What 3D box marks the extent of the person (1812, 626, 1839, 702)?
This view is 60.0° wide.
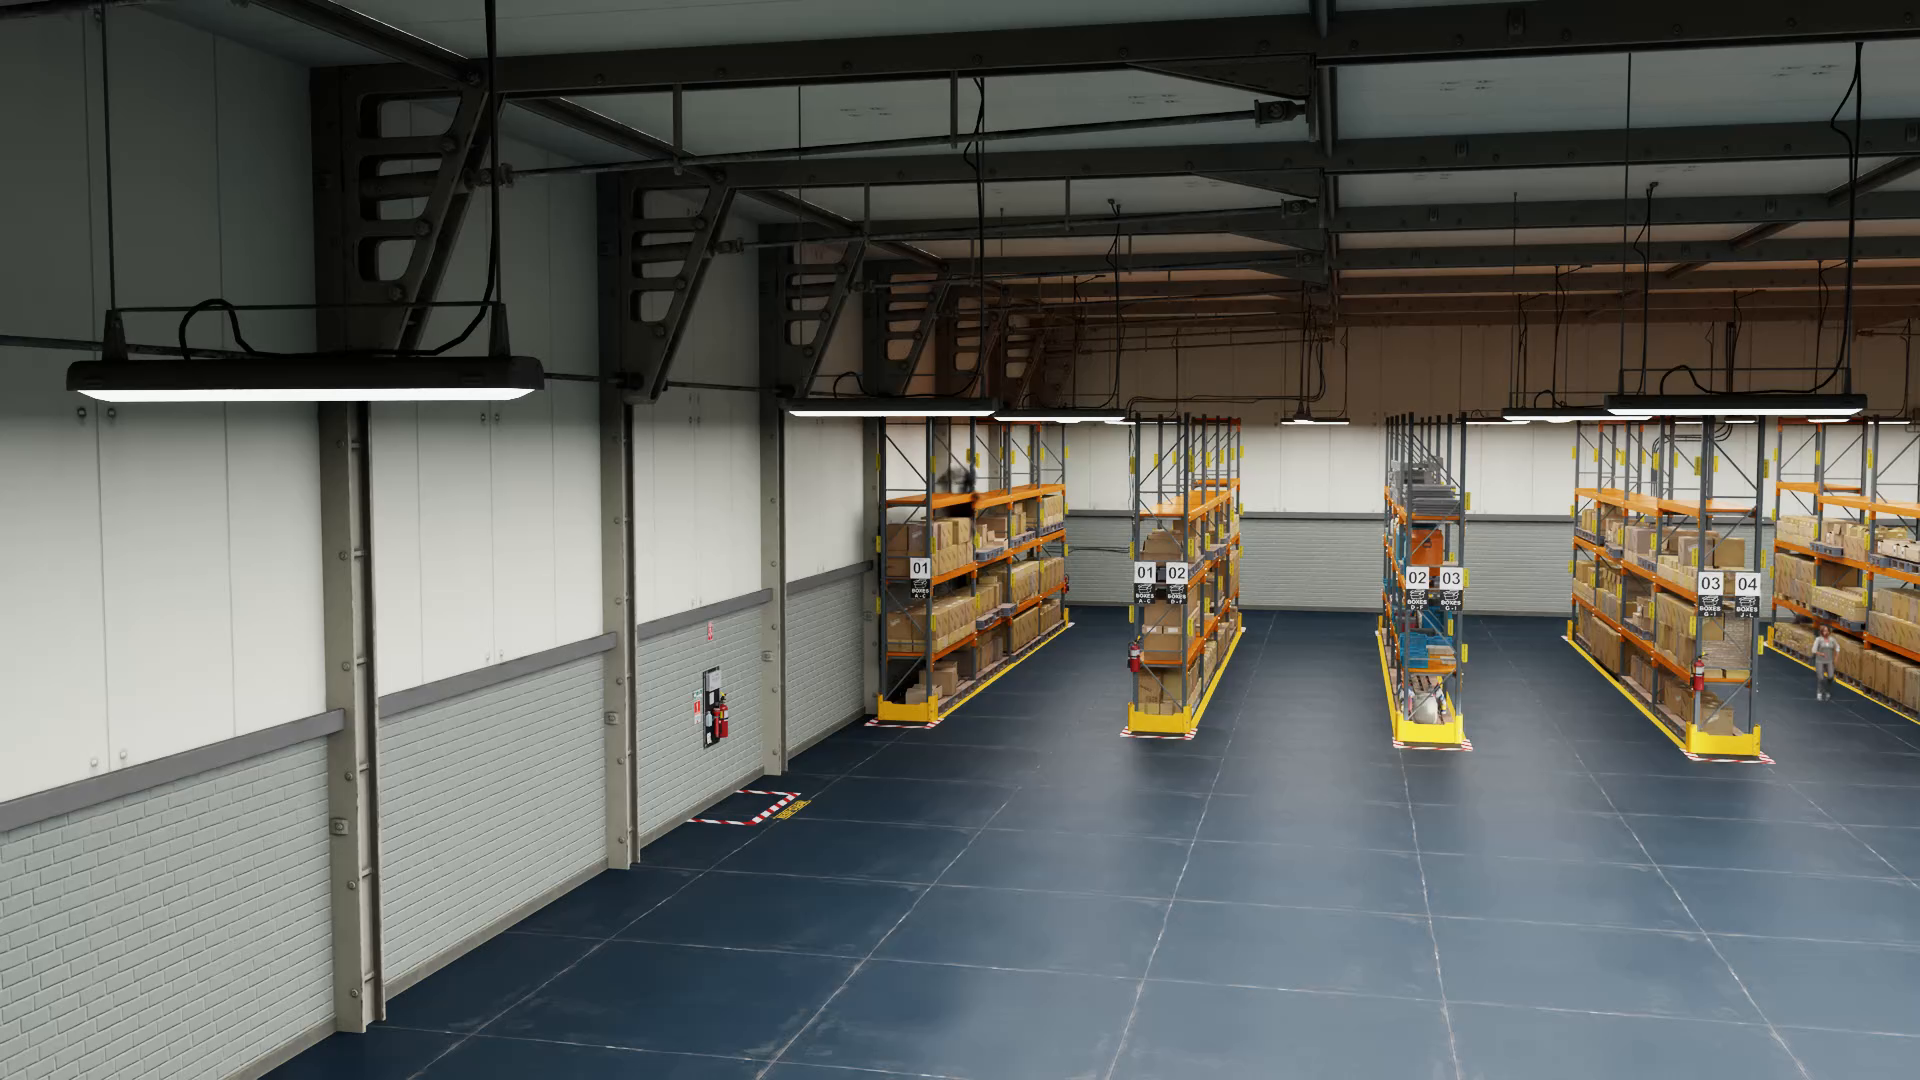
[{"bbox_3d":[18.085,2.582,34.720,0.558,1.590,0.643,1,4,16],"label":"person"}]

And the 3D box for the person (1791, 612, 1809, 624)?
[{"bbox_3d":[22.612,1.862,44.741,0.754,1.675,0.953,3,5,36],"label":"person"}]

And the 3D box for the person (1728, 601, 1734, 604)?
[{"bbox_3d":[20.227,1.929,44.316,0.792,1.581,0.539,3,5,42],"label":"person"}]
